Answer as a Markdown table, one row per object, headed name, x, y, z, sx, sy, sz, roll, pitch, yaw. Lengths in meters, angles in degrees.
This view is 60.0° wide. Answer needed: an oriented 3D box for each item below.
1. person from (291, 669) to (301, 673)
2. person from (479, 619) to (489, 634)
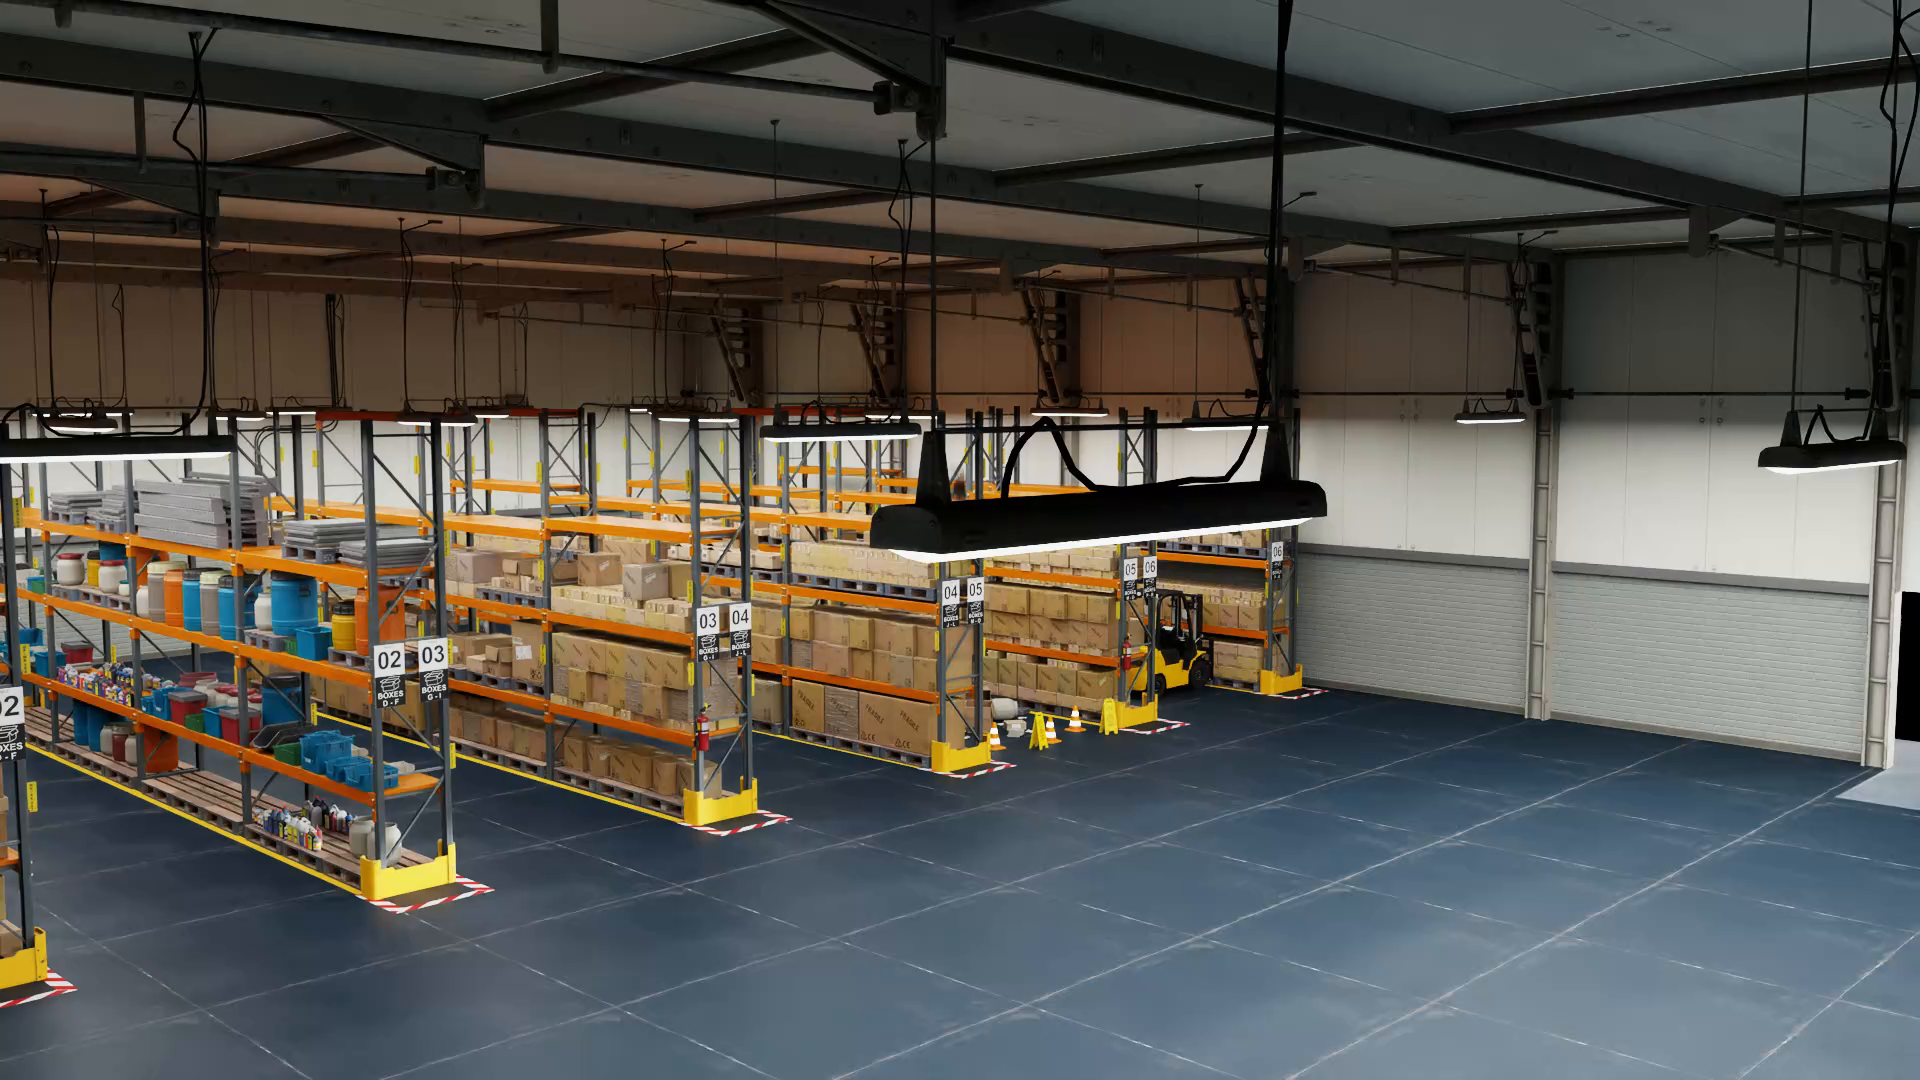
| name | x | y | z | sx | sy | sz | roll | pitch | yaw |
| --- | --- | --- | --- | --- | --- | --- | --- | --- | --- |
| person | -11.503 | 2.950 | 28.581 | 0.950 | 1.731 | 0.658 | 3 | 6 | 33 |
| person | -12.093 | 1.779 | 42.466 | 0.653 | 1.658 | 0.603 | 0 | 5 | 0 |
